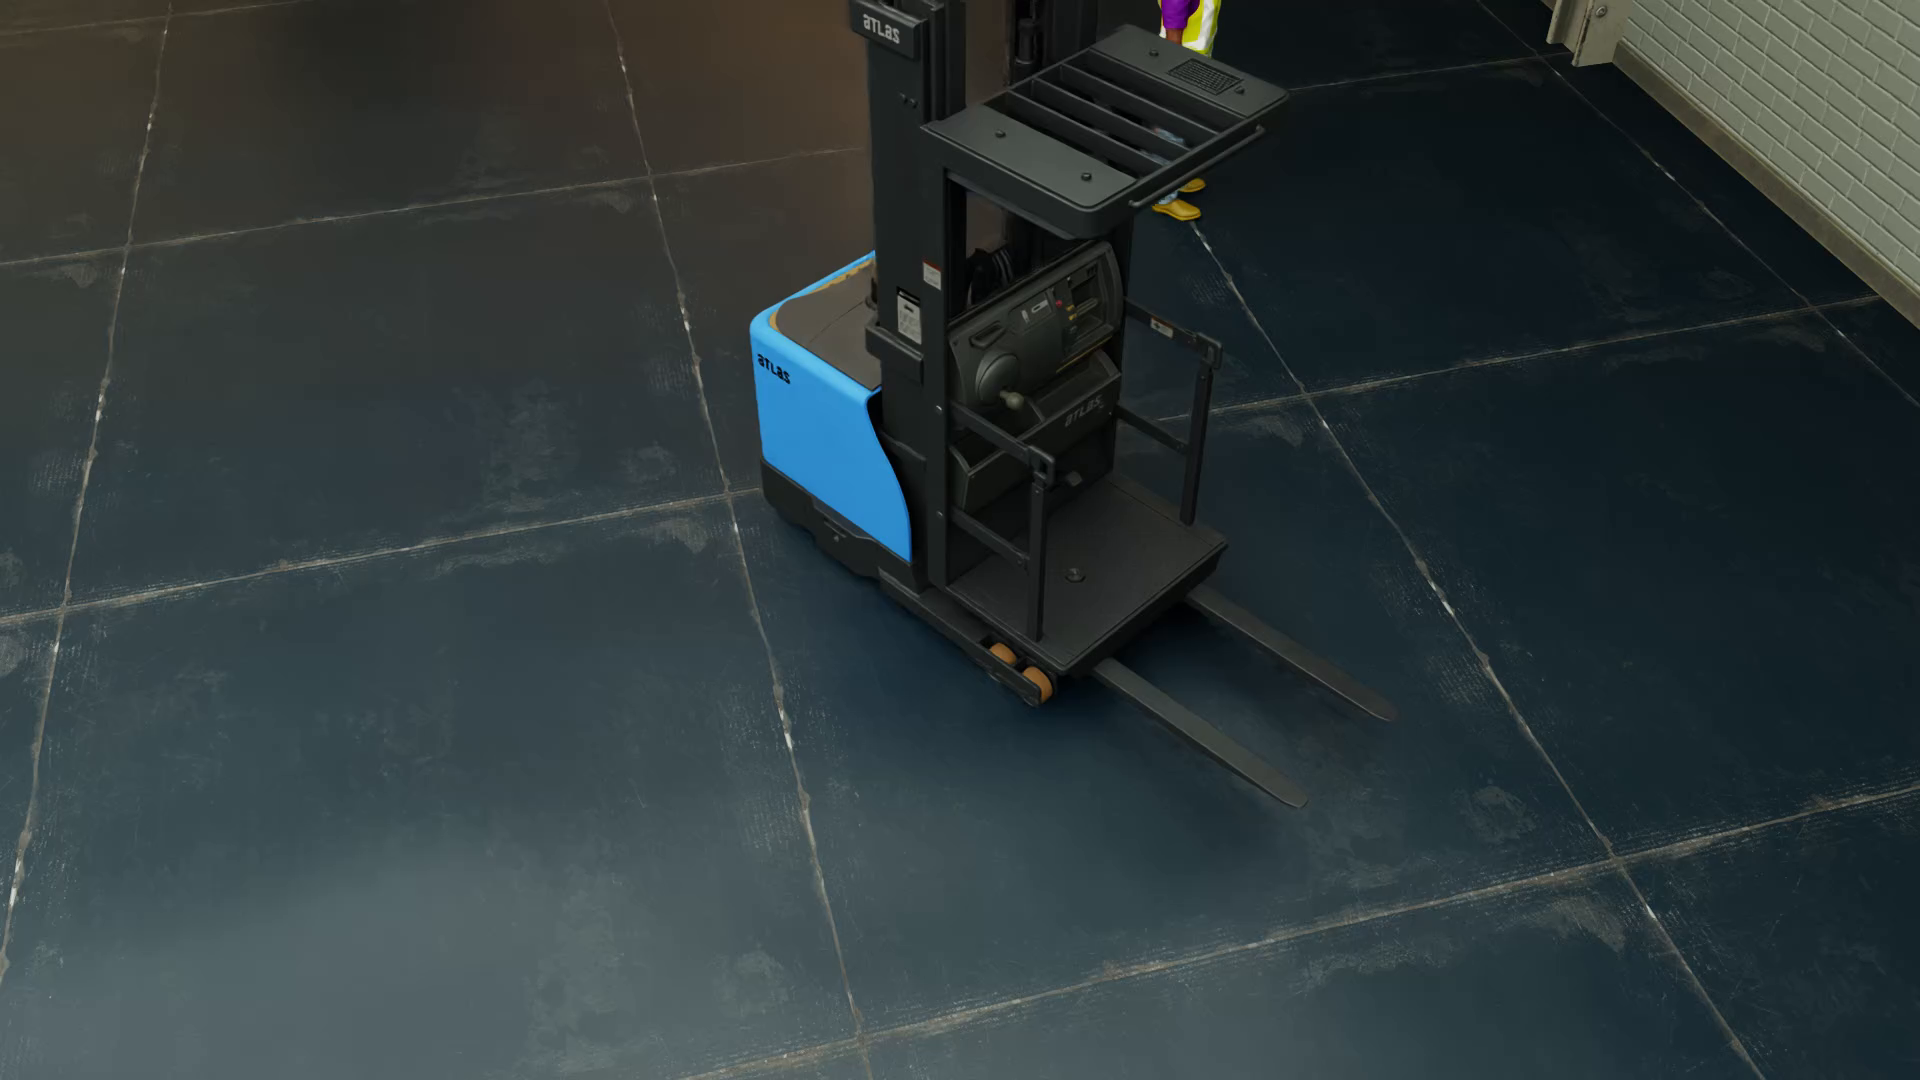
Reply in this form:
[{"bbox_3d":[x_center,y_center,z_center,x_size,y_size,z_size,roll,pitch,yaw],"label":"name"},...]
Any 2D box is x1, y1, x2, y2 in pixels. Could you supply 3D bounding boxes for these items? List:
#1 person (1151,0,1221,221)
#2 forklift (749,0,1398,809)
[{"bbox_3d":[1.277,-2.694,9.344,0.382,1.771,0.552,9,44,10],"label":"person"},{"bbox_3d":[0.462,-0.770,6.460,3.031,2.935,1.130,34,53,31],"label":"forklift"}]
